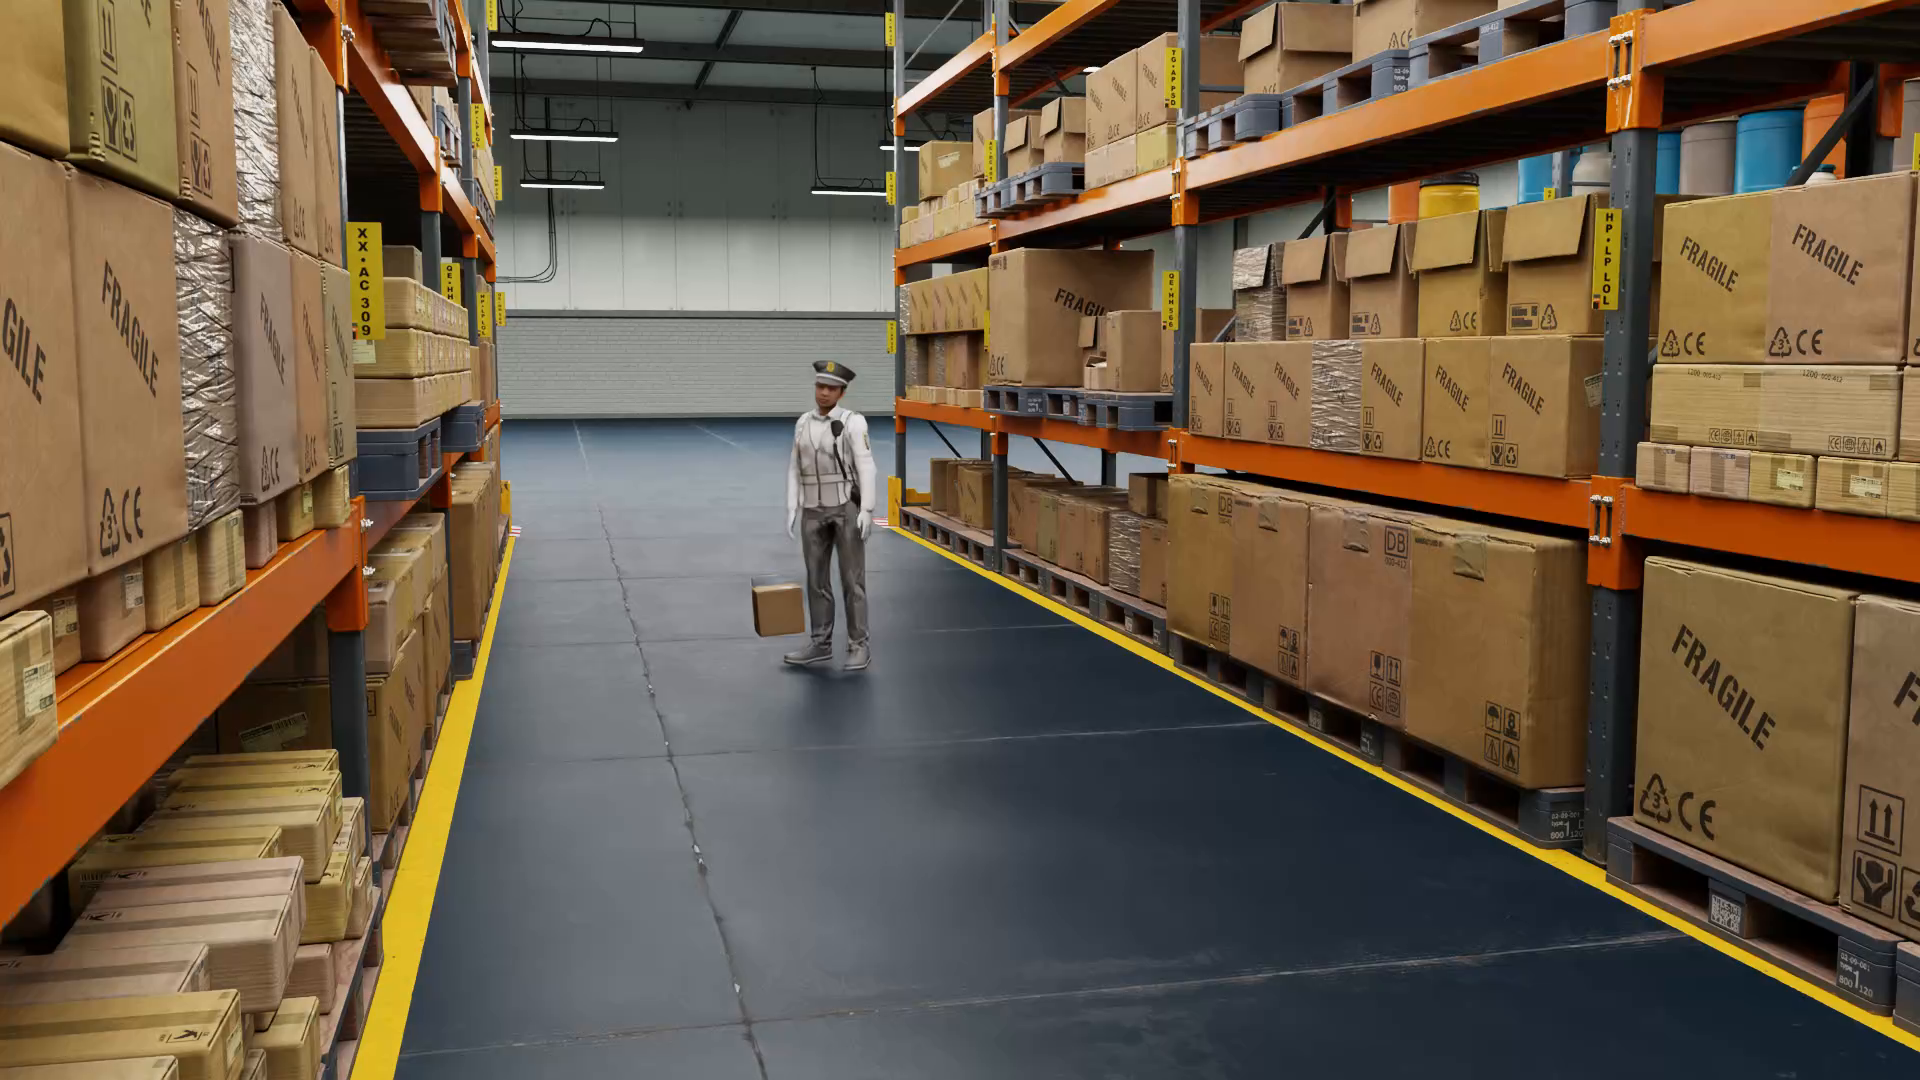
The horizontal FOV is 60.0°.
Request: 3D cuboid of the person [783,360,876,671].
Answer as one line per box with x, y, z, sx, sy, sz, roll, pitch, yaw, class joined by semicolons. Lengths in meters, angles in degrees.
-0.718;-0.138;9.136;0.583;1.690;0.355;3;7;25;person
